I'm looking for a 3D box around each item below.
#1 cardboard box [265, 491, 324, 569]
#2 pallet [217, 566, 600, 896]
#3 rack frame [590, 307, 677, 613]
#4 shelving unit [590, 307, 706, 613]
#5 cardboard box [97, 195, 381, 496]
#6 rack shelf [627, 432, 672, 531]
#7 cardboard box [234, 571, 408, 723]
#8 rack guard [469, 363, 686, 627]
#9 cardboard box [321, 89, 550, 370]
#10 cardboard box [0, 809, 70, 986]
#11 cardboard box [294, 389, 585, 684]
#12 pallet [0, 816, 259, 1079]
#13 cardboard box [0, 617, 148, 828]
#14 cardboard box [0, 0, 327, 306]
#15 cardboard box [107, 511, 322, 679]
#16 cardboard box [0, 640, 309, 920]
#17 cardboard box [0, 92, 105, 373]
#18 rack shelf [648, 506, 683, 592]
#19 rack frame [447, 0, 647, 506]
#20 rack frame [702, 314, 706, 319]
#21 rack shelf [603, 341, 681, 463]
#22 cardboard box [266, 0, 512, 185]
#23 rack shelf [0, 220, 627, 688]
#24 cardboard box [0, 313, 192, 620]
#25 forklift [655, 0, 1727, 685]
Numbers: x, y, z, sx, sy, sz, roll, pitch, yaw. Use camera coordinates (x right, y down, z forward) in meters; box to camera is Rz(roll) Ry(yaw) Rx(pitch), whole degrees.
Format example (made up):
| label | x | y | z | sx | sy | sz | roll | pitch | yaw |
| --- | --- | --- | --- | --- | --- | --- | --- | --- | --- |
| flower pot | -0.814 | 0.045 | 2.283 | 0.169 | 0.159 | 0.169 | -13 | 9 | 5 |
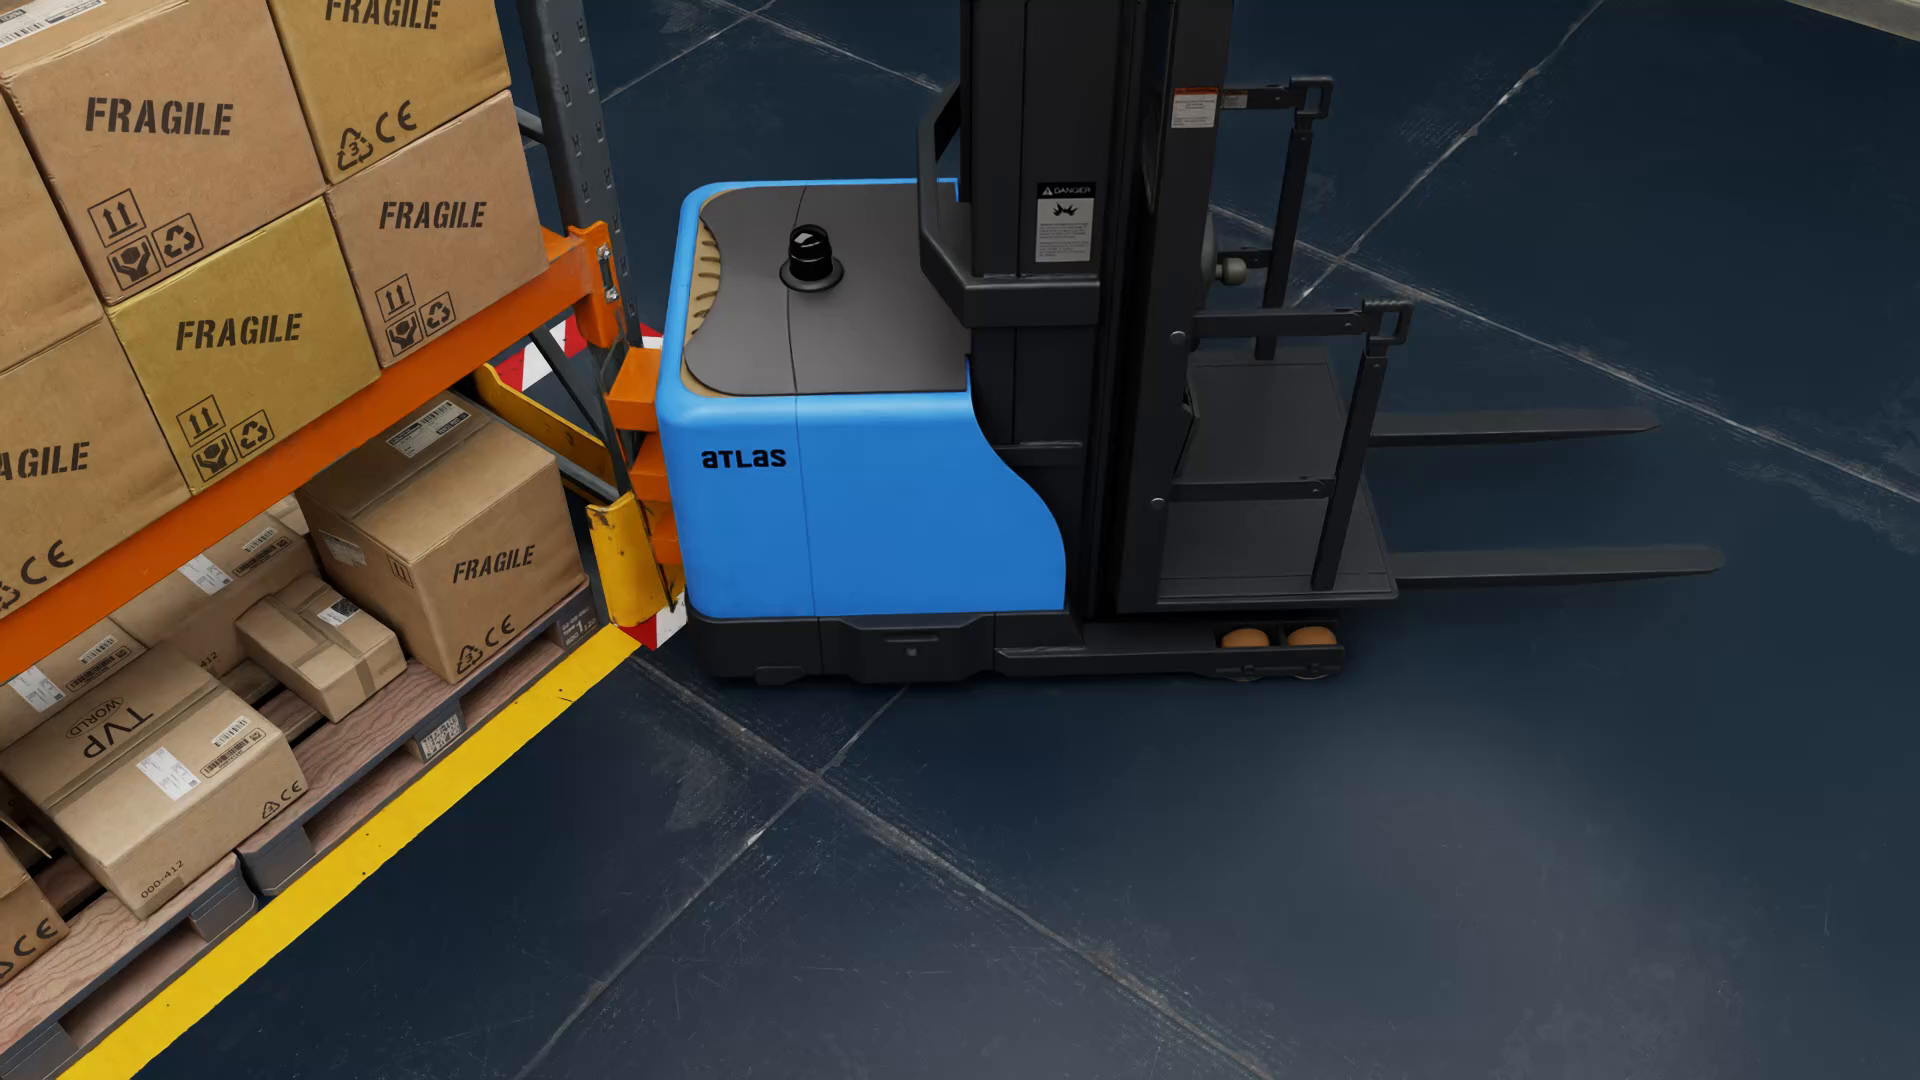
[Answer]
| label | x | y | z | sx | sy | sz | roll | pitch | yaw |
| --- | --- | --- | --- | --- | --- | --- | --- | --- | --- |
| cardboard box | -1.977 | -0.097 | 4.923 | 0.380 | 0.166 | 0.250 | 29 | 53 | 25 |
| pallet | -1.830 | 0.309 | 4.809 | 1.003 | 0.211 | 1.213 | 29 | 53 | 25 |
| rack frame | -0.887 | -0.195 | 4.701 | 0.008 | 1.050 | 0.200 | 6 | 50 | 10 |
| shelving unit | -0.768 | -0.183 | 4.681 | 0.252 | 1.050 | 0.215 | 6 | 50 | 10 |
| cardboard box | -1.669 | -0.514 | 3.597 | 0.500 | 0.500 | 0.500 | 30 | 53 | 25 |
| rack shelf | -0.767 | -0.176 | 4.689 | 0.240 | 0.259 | 0.215 | 6 | 50 | 10 |
| cardboard box | -1.753 | 0.284 | 4.559 | 0.380 | 0.166 | 0.250 | 29 | 53 | 25 |
| rack guard | -1.343 | -0.247 | 5.141 | 1.175 | 0.500 | 0.348 | 29 | 53 | 25 |
| cardboard box | -1.355 | -0.812 | 3.882 | 0.500 | 0.500 | 0.500 | 31 | 54 | 26 |
| cardboard box | -2.597 | 0.768 | 3.865 | 0.797 | 0.503 | 0.637 | 29 | 53 | 25 |
| cardboard box | -1.434 | -0.023 | 4.622 | 0.500 | 0.500 | 0.500 | 29 | 53 | 25 |
| pallet | -2.576 | 1.004 | 4.145 | 1.003 | 0.211 | 1.213 | 29 | 53 | 25 |
| cardboard box | -2.465 | 0.401 | 4.389 | 0.500 | 0.250 | 0.500 | 29 | 53 | 25 |
| cardboard box | -1.659 | -0.869 | 3.245 | 0.500 | 0.500 | 0.500 | 31 | 54 | 26 |
| cardboard box | -2.159 | 0.115 | 4.663 | 0.500 | 0.250 | 0.500 | 29 | 53 | 25 |
| cardboard box | -2.038 | 0.594 | 4.206 | 0.500 | 0.250 | 0.500 | 29 | 53 | 25 |
| cardboard box | -1.972 | -0.570 | 2.959 | 0.500 | 0.500 | 0.500 | 31 | 54 | 26 |
| rack shelf | -0.749 | 0.005 | 4.899 | 0.240 | 0.259 | 0.215 | 6 | 50 | 10 |
| rack frame | -1.296 | -1.154 | 4.278 | 1.000 | 3.000 | 0.127 | 29 | 53 | 25 |
| rack frame | -0.648 | -0.171 | 4.661 | 0.008 | 1.050 | 0.200 | 6 | 50 | 10 |
| rack shelf | -0.785 | -0.361 | 4.474 | 0.240 | 0.259 | 0.215 | 6 | 50 | 10 |
| cardboard box | -1.351 | -1.158 | 3.521 | 0.500 | 0.500 | 0.500 | 29 | 53 | 25 |
| rack shelf | -2.519 | 0.239 | 3.445 | 1.077 | 0.370 | 4.000 | 29 | 53 | 25 |
| cardboard box | -1.979 | -0.231 | 3.327 | 0.500 | 0.500 | 0.500 | 30 | 53 | 25 |
| forklift | 0.724 | -0.984 | 4.163 | 3.031 | 2.935 | 1.130 | -2 | 46 | -1 |
